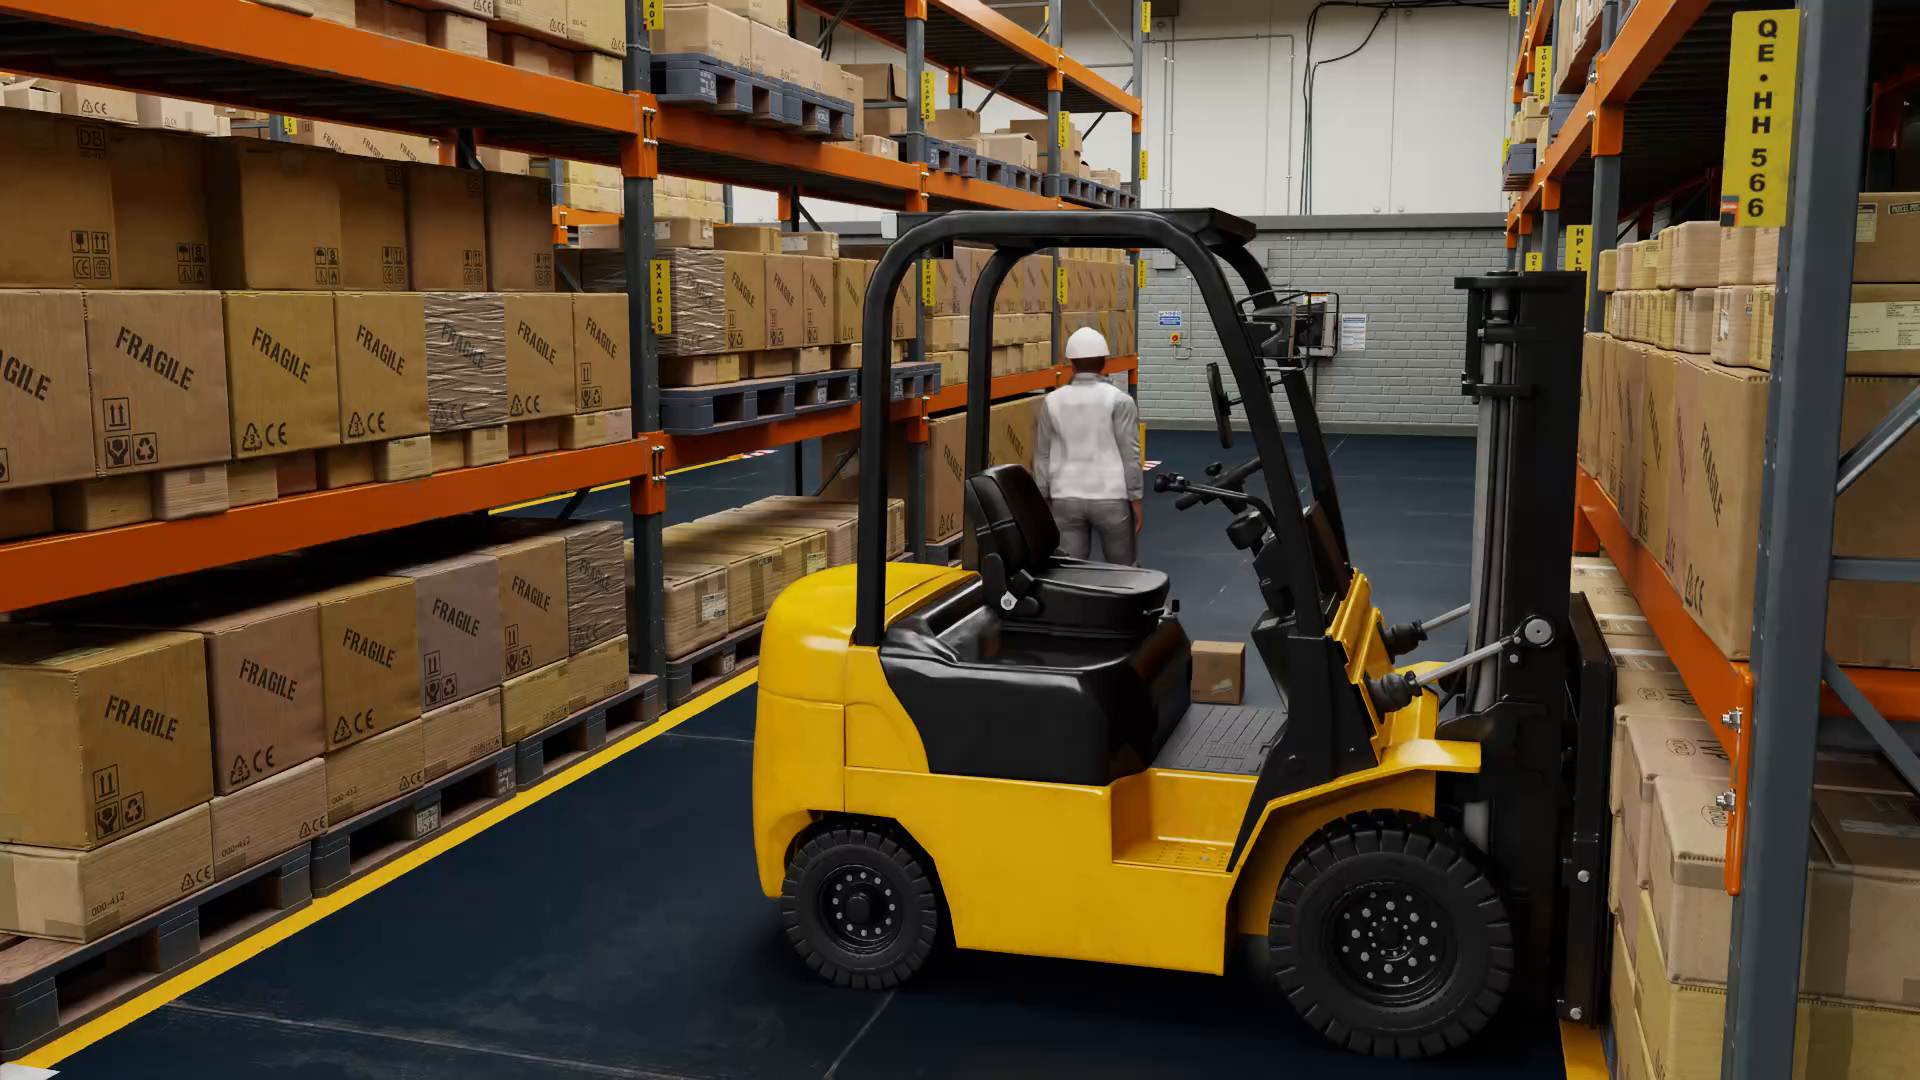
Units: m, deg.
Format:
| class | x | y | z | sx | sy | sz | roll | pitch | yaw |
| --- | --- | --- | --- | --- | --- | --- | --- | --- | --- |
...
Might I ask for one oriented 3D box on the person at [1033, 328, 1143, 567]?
| class | x | y | z | sx | sy | sz | roll | pitch | yaw |
| --- | --- | --- | --- | --- | --- | --- | --- | --- | --- |
| person | 0.670 | -0.159 | 8.428 | 0.644 | 1.817 | 0.520 | 3 | 9 | 19 |
